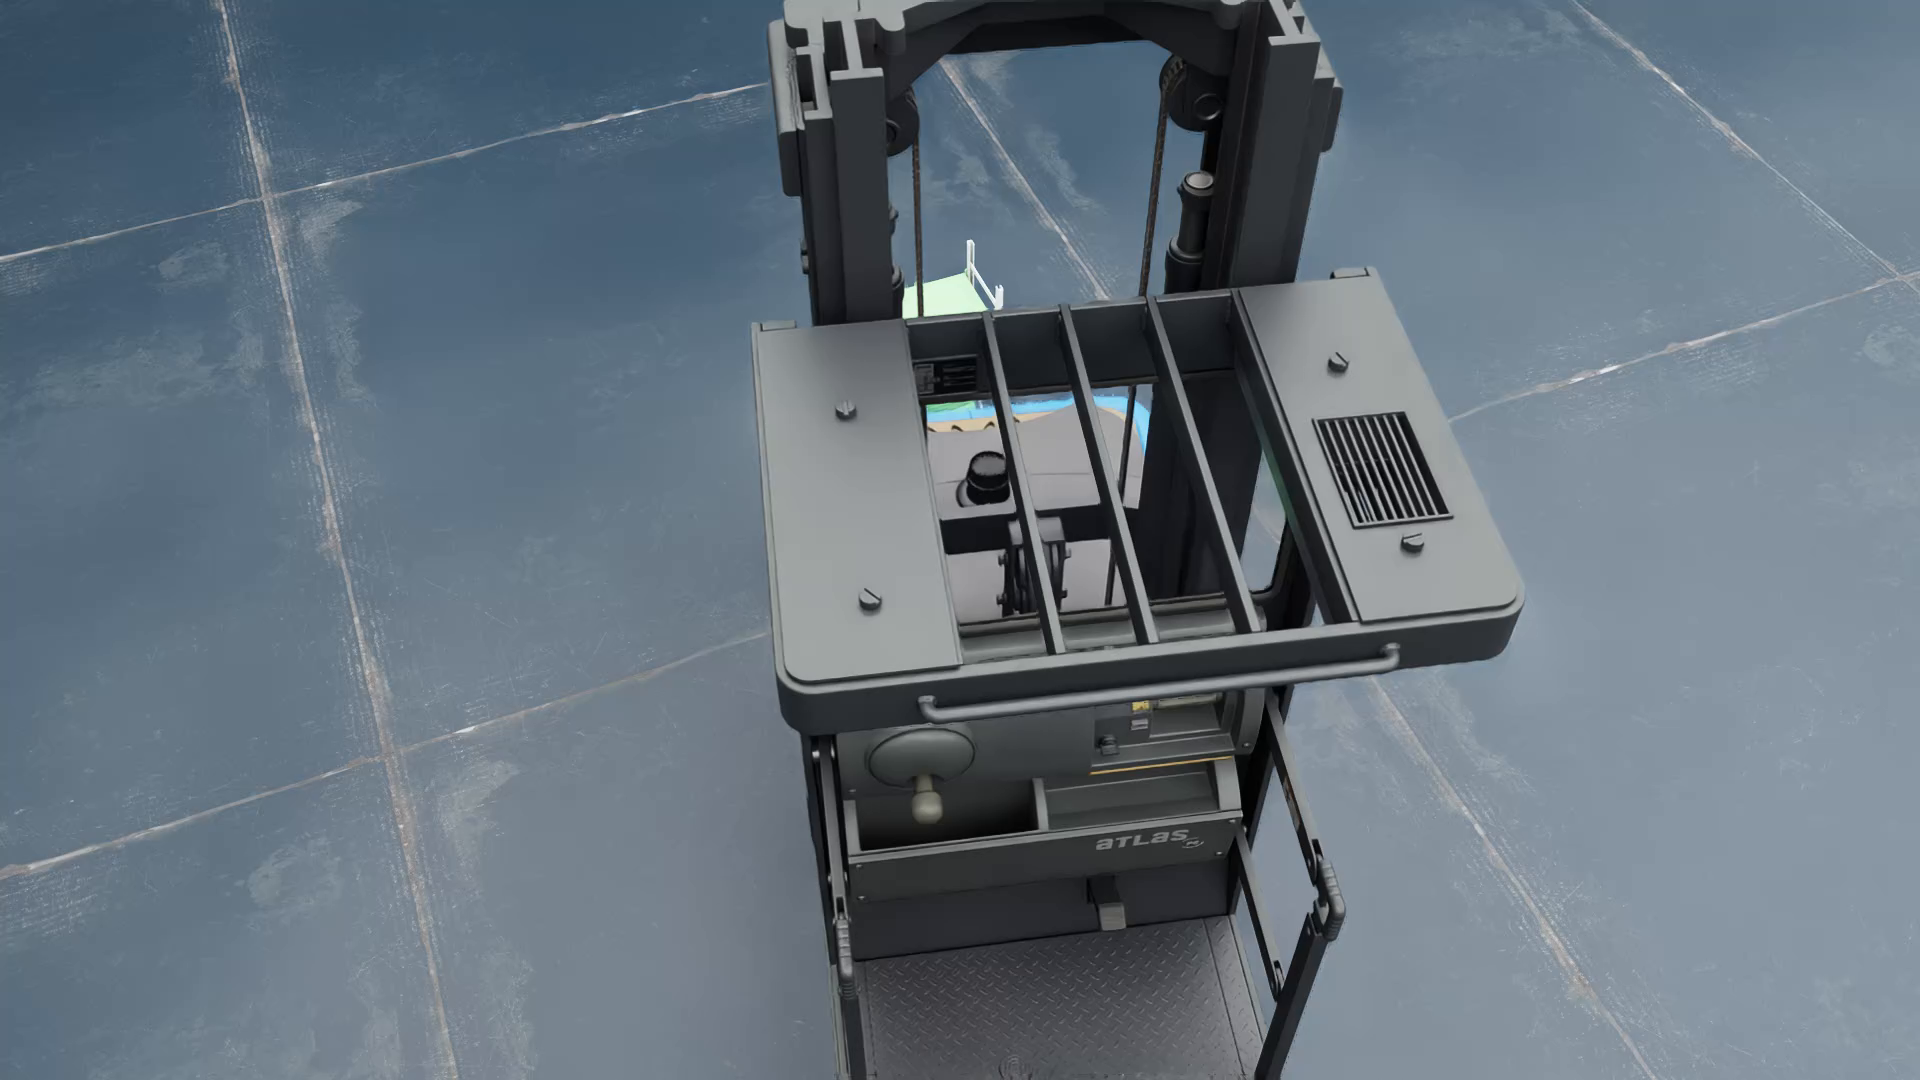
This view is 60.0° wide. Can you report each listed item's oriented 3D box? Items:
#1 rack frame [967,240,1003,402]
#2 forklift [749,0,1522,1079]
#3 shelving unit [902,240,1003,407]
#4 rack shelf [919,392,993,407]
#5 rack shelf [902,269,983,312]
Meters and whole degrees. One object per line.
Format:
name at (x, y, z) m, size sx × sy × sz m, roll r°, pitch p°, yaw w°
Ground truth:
rack frame at (0.073, -0.413, 5.314) m, size 0.015 × 1.200 × 0.240 m, roll -17°, pitch 52°, yaw -14°
forklift at (0.223, 0.468, 3.416) m, size 1.130 × 2.935 × 3.031 m, roll -6°, pitch 50°, yaw -5°
shelving unit at (-0.153, -0.343, 5.254) m, size 0.503 × 1.200 × 0.258 m, roll -17°, pitch 52°, yaw -14°
rack shelf at (-0.153, -0.458, 5.120) m, size 0.480 × 0.148 × 0.258 m, roll -17°, pitch 52°, yaw -14°
rack shelf at (-0.153, -0.615, 4.938) m, size 0.480 × 0.148 × 0.258 m, roll -17°, pitch 52°, yaw -14°
